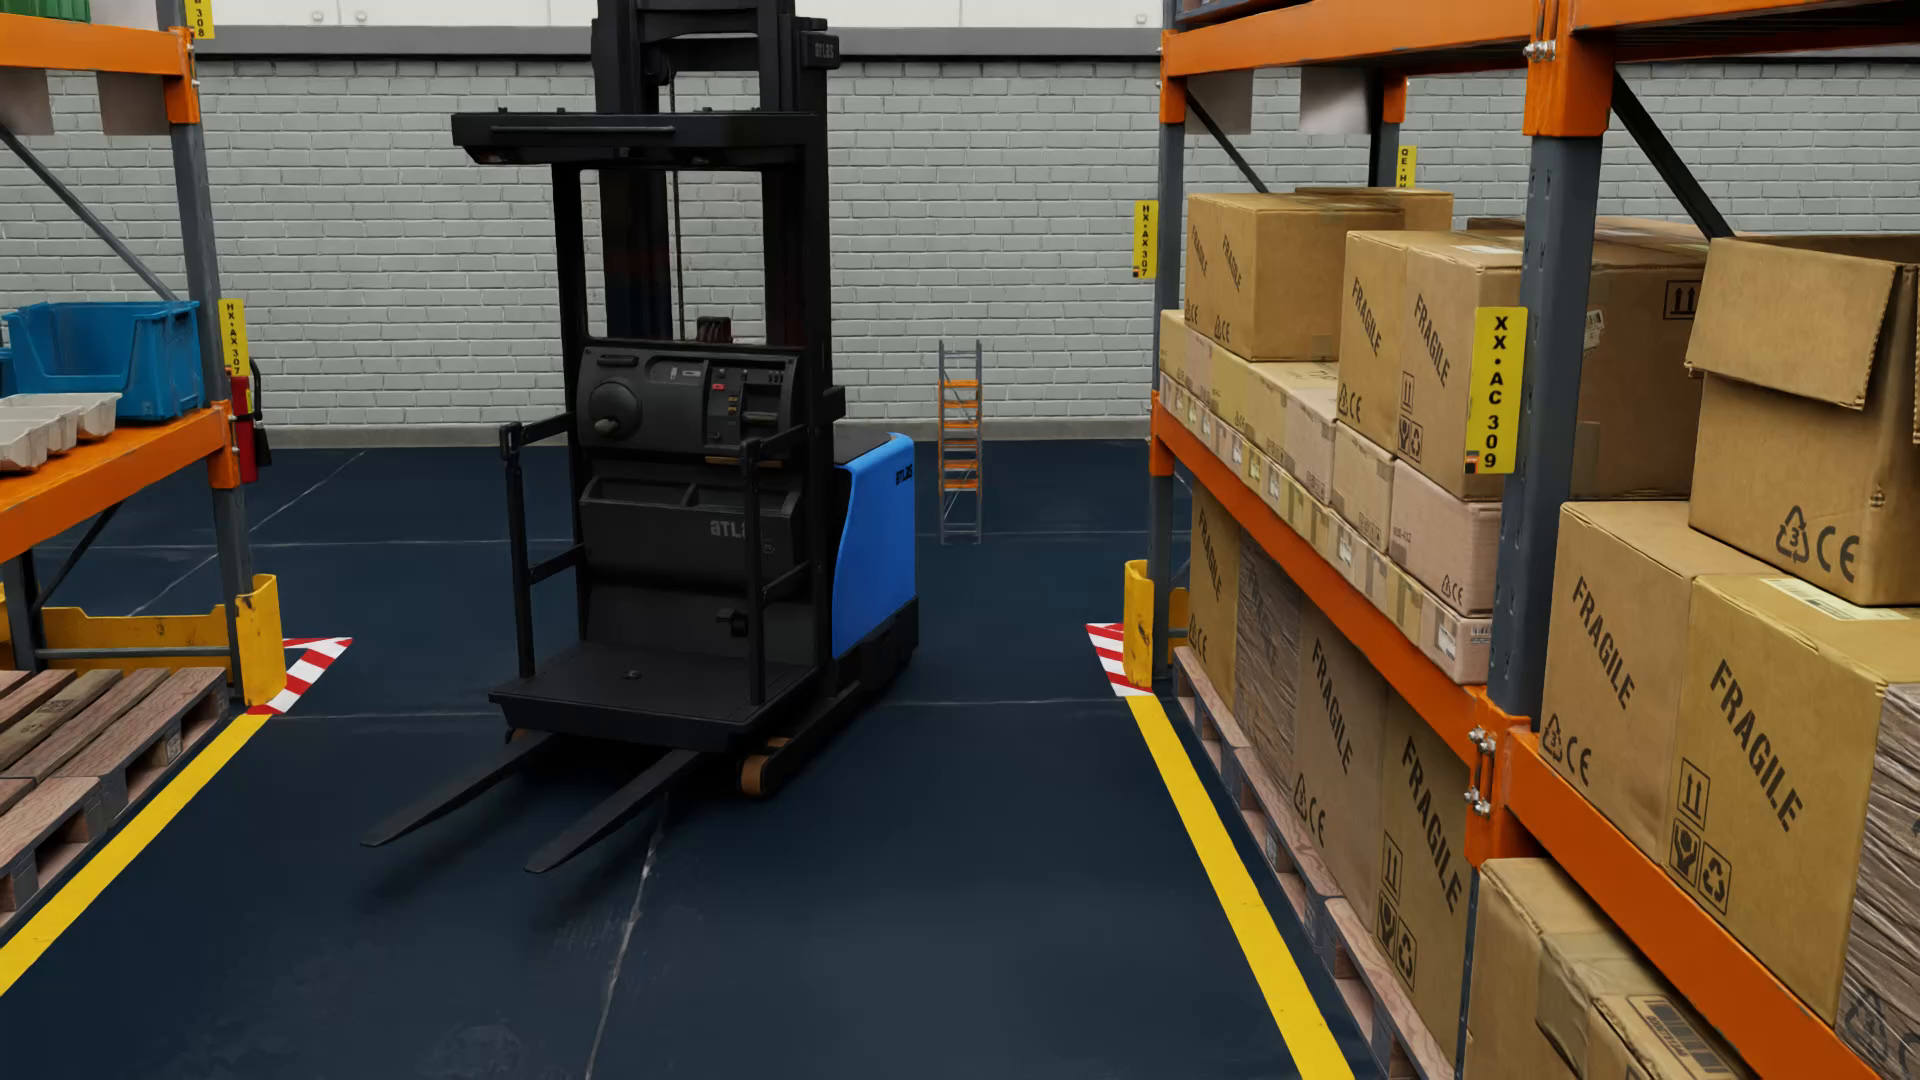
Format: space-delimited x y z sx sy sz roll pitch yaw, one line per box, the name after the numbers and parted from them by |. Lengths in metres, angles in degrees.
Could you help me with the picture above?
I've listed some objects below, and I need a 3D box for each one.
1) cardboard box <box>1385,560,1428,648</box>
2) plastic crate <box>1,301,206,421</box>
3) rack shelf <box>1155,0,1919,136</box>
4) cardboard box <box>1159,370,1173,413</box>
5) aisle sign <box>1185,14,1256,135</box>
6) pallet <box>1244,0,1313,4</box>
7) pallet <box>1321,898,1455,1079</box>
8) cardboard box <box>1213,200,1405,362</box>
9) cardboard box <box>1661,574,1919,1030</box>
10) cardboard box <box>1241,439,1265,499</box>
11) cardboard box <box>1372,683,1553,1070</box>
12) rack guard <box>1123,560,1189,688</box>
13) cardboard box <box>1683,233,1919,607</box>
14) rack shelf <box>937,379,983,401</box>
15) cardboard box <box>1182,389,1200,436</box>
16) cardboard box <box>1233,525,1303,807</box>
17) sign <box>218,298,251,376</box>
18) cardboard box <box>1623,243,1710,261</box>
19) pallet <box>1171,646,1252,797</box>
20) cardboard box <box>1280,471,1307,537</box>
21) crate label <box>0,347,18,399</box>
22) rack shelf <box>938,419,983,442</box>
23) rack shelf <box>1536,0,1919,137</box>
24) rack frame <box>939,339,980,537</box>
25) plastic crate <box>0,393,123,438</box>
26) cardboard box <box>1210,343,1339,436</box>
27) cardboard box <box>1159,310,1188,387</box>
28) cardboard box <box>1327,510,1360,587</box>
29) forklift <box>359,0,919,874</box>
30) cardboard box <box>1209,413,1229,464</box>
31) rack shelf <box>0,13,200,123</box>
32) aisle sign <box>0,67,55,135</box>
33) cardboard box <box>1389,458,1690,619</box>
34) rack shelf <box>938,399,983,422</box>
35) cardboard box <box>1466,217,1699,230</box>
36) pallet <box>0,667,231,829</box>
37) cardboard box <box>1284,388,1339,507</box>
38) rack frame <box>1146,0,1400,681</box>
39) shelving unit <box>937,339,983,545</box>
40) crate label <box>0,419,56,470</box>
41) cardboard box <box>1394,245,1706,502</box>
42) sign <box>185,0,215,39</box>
1.233 0.146 3.943 0.380 0.149 0.250 -1 14 -2 | cardboard box
-3.389 -0.725 6.632 0.616 0.435 0.499 -1 14 -3 | plastic crate
1.472 -1.442 5.036 1.077 0.370 4.000 -1 14 -3 | rack shelf
1.040 -0.620 6.922 0.380 0.149 0.250 -1 14 -3 | cardboard box
1.044 -2.108 6.981 0.394 0.787 0.004 -1 14 -3 | aisle sign
1.483 -1.757 4.992 1.003 0.211 1.213 -1 14 -3 | pallet
1.626 1.320 4.474 1.003 0.211 1.213 -1 14 -3 | pallet
1.177 -0.893 5.678 0.500 0.500 0.500 -1 14 -5 | cardboard box
1.406 0.354 2.429 0.500 0.500 0.500 -1 14 -3 | cardboard box
1.137 -0.238 5.435 0.380 0.149 0.250 -1 14 -5 | cardboard box
1.634 0.820 4.242 0.875 0.875 0.875 -1 14 -3 | cardboard box
1.346 0.369 7.588 1.175 0.500 0.348 -1 14 -3 | rack guard
1.643 -0.216 2.633 0.797 0.503 0.637 -1 14 -5 | cardboard box
0.001 -0.883 9.784 0.258 0.103 0.180 -1 14 -3 | rack shelf
1.074 -0.493 6.427 0.380 0.149 0.250 -1 14 -5 | cardboard box
1.523 0.374 5.973 0.875 0.875 0.875 -1 14 -3 | cardboard box
-3.048 -0.851 6.985 0.100 0.325 0.005 -1 14 -3 | sign
1.821 -0.398 3.754 0.500 0.500 0.500 -1 14 -3 | cardboard box
1.475 0.713 6.833 1.003 0.211 1.213 -1 14 -3 | pallet
1.170 -0.109 4.936 0.380 0.149 0.250 -1 14 -4 | cardboard box
-3.909 -0.640 6.711 0.416 0.233 0.303 -1 14 -3 | crate label
0.001 -0.651 9.844 0.258 0.103 0.180 -1 14 -3 | rack shelf
1.719 -0.448 1.170 1.077 0.370 4.000 -1 14 -3 | rack shelf
-0.005 -0.600 9.951 0.240 1.200 0.006 -1 14 -3 | rack frame
-3.365 -0.460 6.204 0.396 0.136 0.243 -1 14 -3 | plastic crate
1.174 -0.529 5.767 0.500 0.250 0.500 -1 14 -5 | cardboard box
1.108 -0.783 6.755 0.500 0.250 0.500 -1 14 -5 | cardboard box
1.202 0.018 4.439 0.380 0.149 0.250 -1 14 -2 | cardboard box
-1.140 -0.561 6.323 1.130 2.935 3.031 5 15 18 | forklift
1.106 -0.365 5.929 0.380 0.149 0.250 -1 14 -5 | cardboard box
-3.472 -1.366 4.739 1.077 0.370 4.000 -1 14 -3 | rack shelf
-3.897 -2.031 6.684 0.394 0.787 0.004 -1 14 -3 | aisle sign
1.306 -0.018 3.780 0.500 0.250 0.500 -1 14 -4 | cardboard box
0.001 -0.767 9.814 0.258 0.103 0.180 -1 14 -3 | rack shelf
1.761 -0.650 4.733 0.500 0.500 0.500 -1 14 -5 | cardboard box
-3.583 0.797 6.504 1.003 0.211 1.213 -1 14 -3 | pallet
1.240 -0.273 4.773 0.500 0.250 0.500 -1 14 -2 | cardboard box
1.348 -0.835 7.254 1.000 3.000 0.127 -1 14 -3 | rack frame
0.001 -0.577 9.863 0.258 1.200 0.189 -1 14 -3 | shelving unit
-3.319 -0.319 5.656 0.396 0.136 0.243 -1 14 -3 | crate label
1.300 -0.385 3.704 0.500 0.500 0.500 0 14 -2 | cardboard box
-3.048 -2.173 6.644 0.100 0.325 0.005 -1 14 -3 | sign
